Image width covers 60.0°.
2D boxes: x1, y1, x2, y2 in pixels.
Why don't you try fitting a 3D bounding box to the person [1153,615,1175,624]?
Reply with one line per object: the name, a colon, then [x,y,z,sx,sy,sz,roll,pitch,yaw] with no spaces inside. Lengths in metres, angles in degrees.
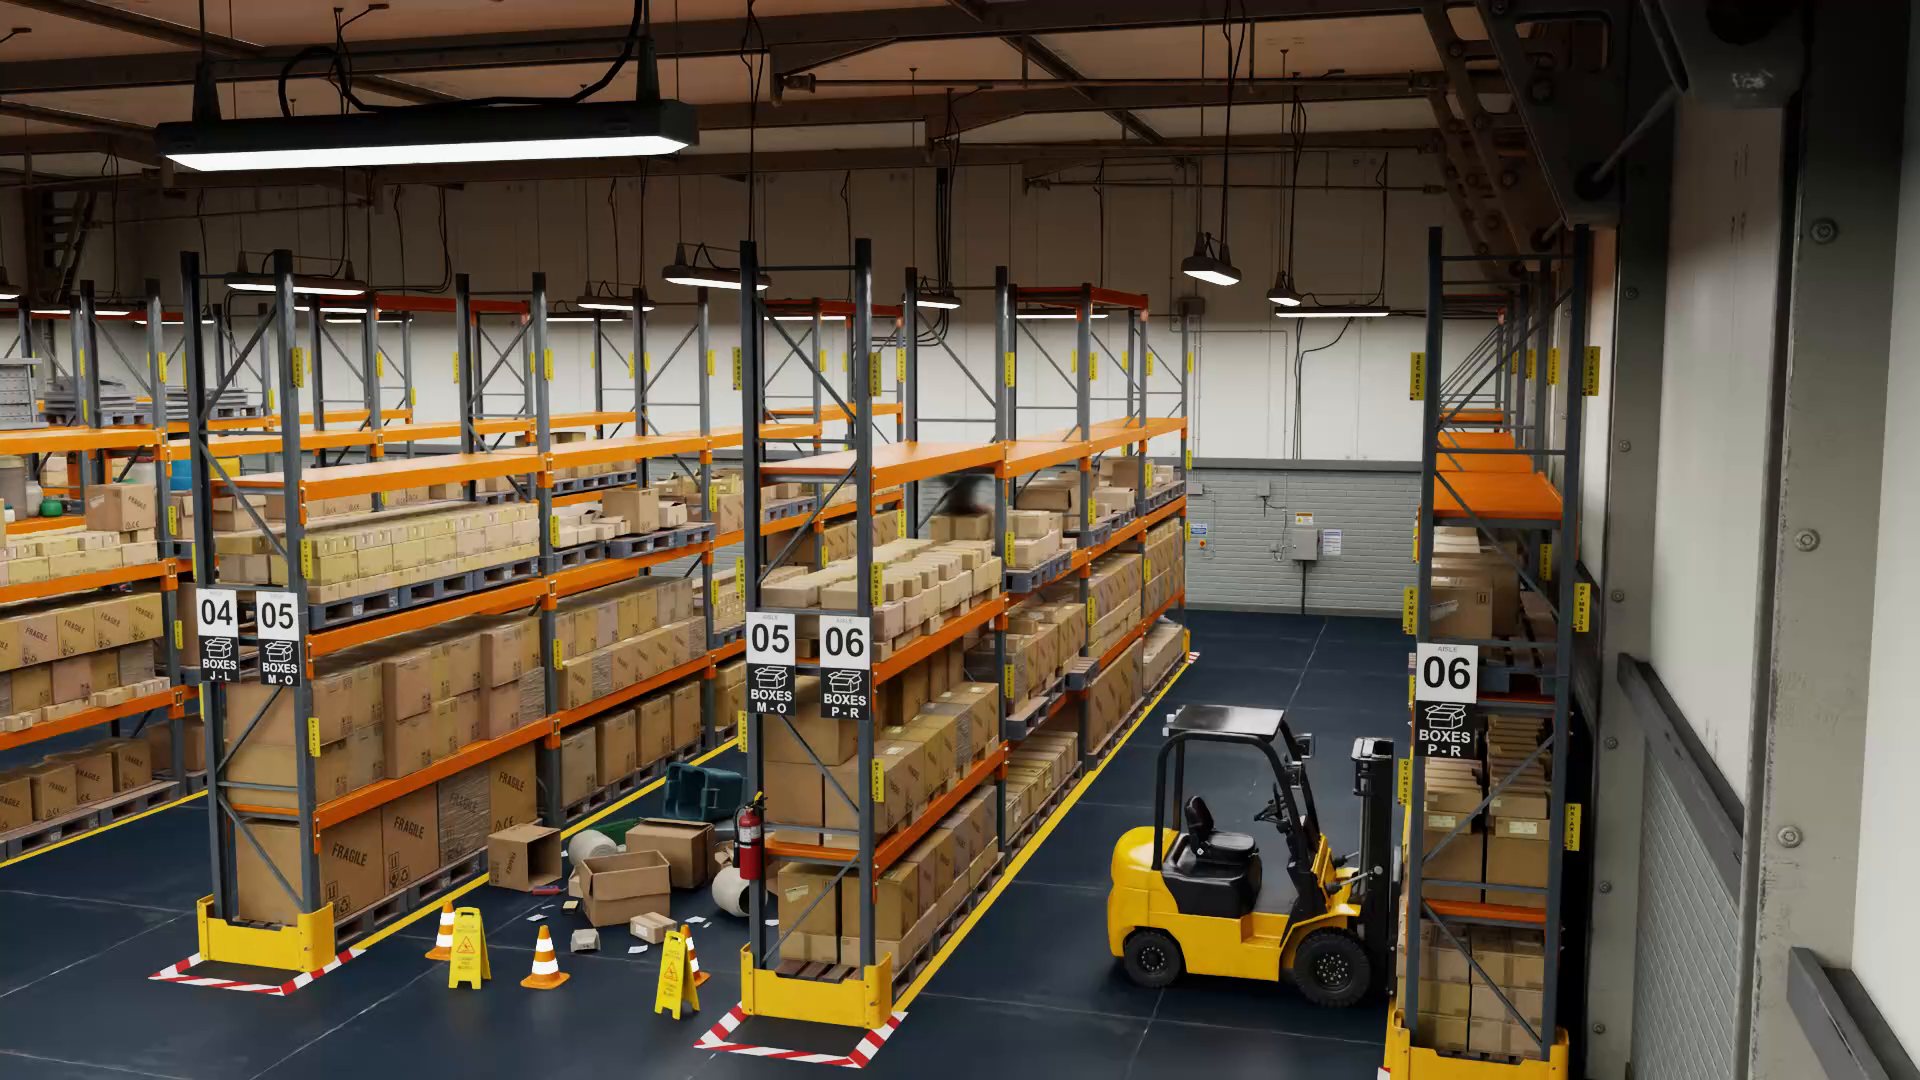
person: [3.586,1.015,30.034,0.662,1.563,0.418,1,6,6]
